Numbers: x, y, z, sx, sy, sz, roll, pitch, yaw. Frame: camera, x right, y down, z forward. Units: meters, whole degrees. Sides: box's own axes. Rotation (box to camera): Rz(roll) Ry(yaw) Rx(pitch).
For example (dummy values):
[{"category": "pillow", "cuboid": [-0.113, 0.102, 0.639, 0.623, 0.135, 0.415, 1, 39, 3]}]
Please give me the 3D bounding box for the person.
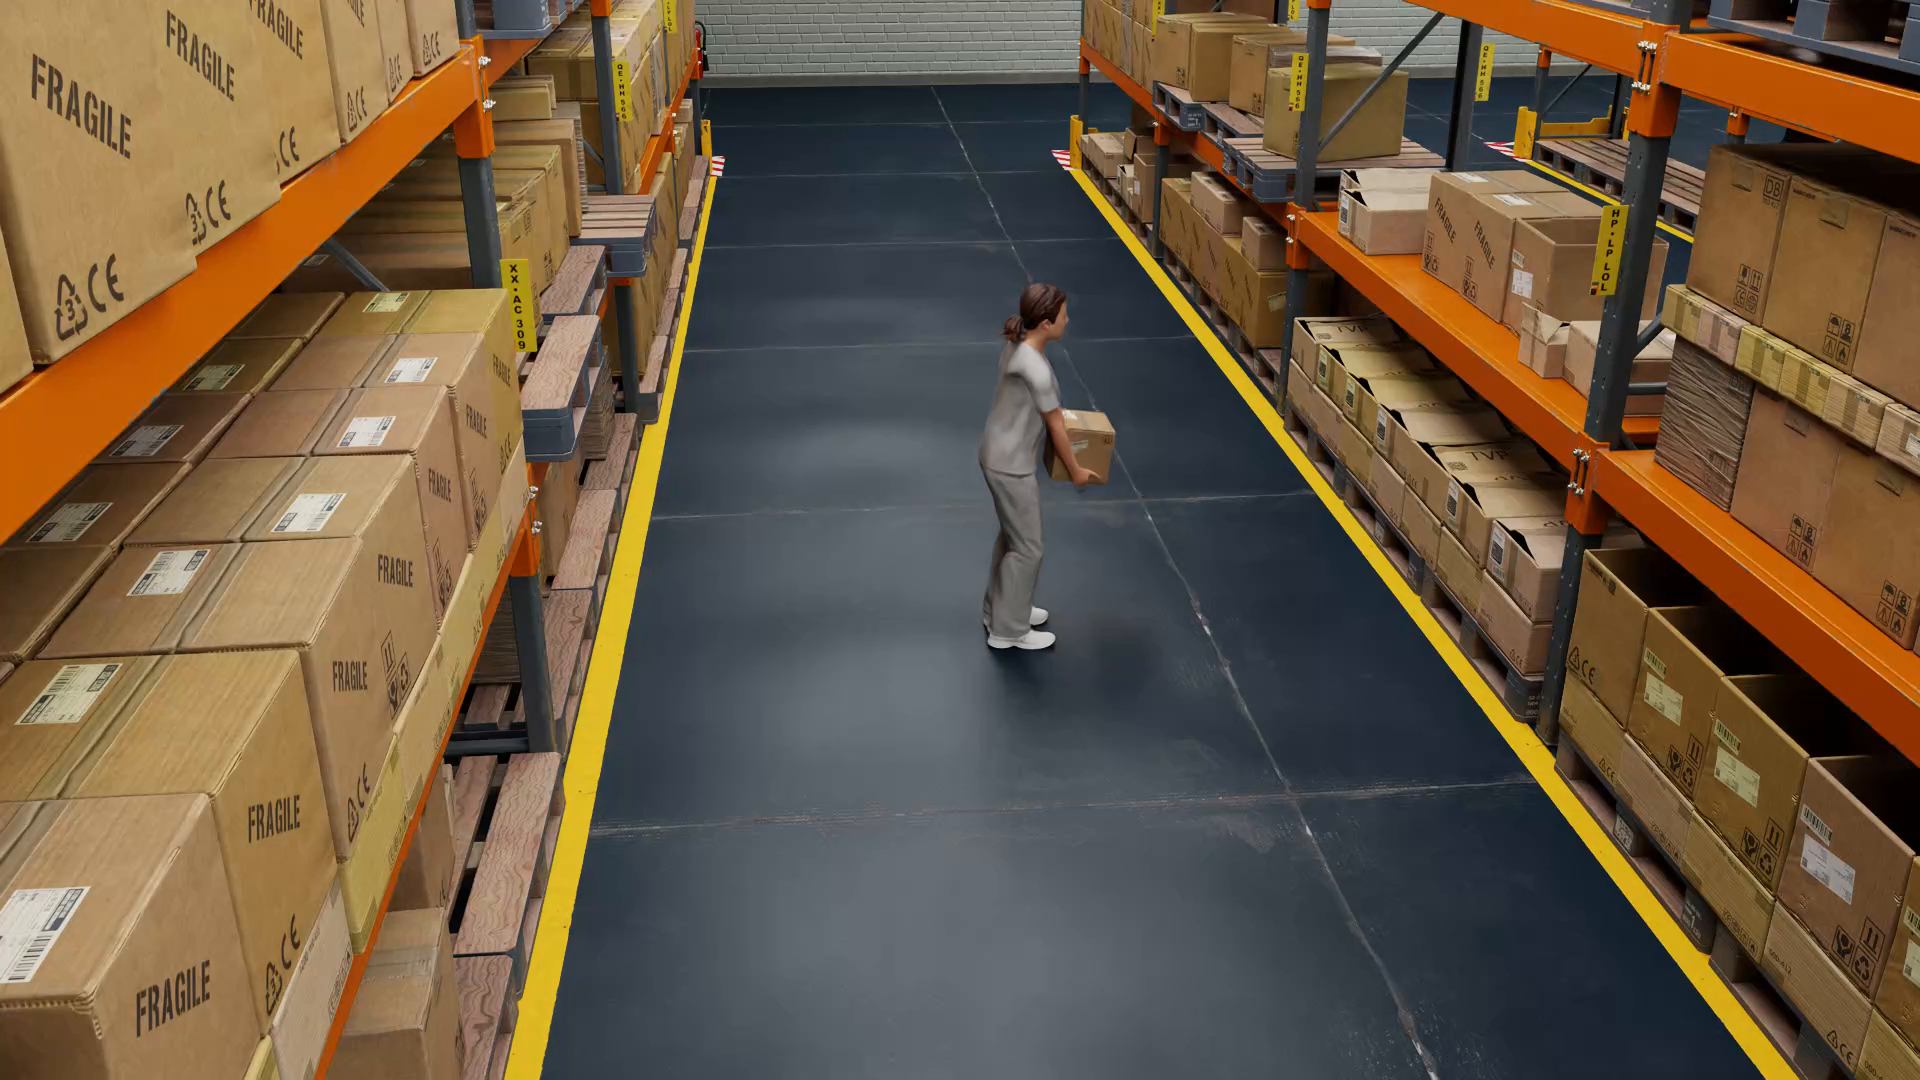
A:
[{"category": "person", "cuboid": [0.341, -0.329, 7.377, 0.521, 1.658, 0.409, -3, 24, -6]}]
